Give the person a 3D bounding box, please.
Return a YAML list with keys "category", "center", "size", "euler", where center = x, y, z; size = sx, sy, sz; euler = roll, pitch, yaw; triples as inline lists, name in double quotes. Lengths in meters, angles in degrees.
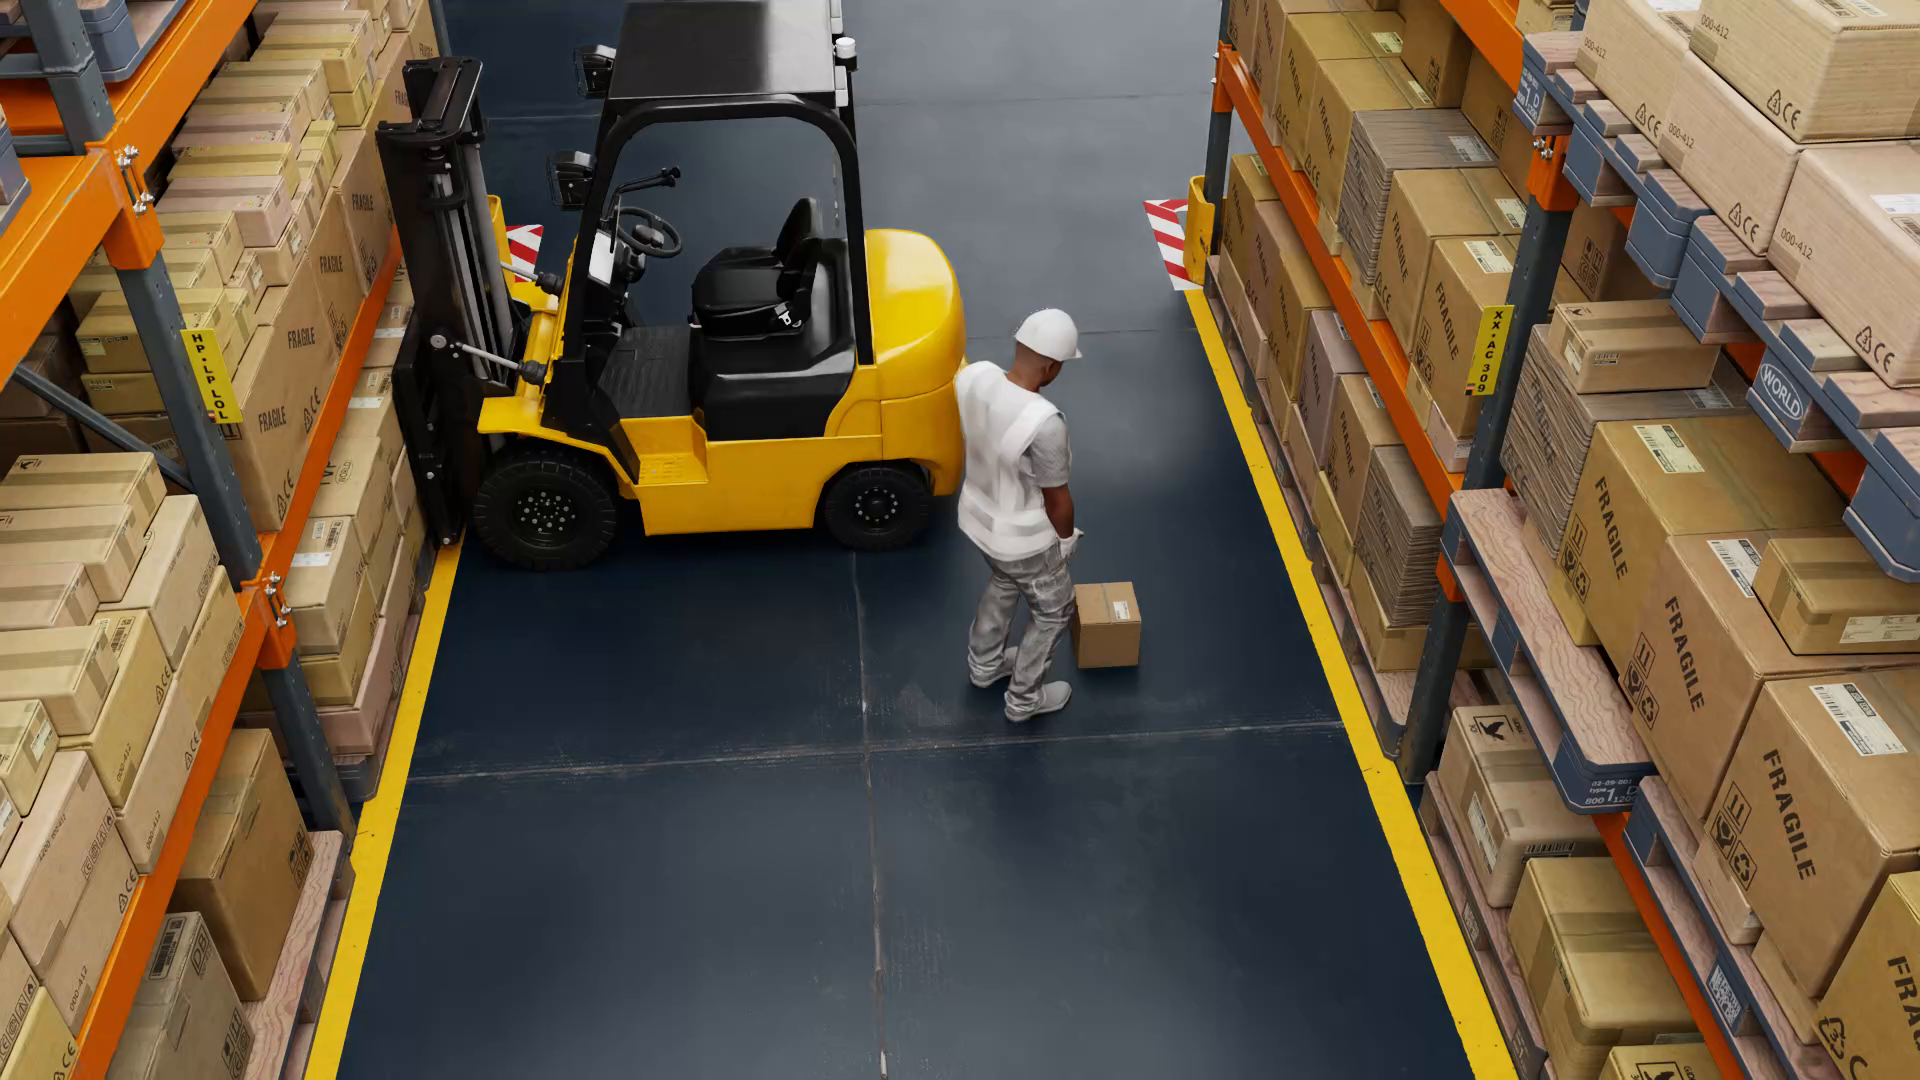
- category: "person"
  center: [0.229, -0.085, 6.287]
  size: [0.458, 1.732, 0.573]
  euler: [-22, 44, -25]
